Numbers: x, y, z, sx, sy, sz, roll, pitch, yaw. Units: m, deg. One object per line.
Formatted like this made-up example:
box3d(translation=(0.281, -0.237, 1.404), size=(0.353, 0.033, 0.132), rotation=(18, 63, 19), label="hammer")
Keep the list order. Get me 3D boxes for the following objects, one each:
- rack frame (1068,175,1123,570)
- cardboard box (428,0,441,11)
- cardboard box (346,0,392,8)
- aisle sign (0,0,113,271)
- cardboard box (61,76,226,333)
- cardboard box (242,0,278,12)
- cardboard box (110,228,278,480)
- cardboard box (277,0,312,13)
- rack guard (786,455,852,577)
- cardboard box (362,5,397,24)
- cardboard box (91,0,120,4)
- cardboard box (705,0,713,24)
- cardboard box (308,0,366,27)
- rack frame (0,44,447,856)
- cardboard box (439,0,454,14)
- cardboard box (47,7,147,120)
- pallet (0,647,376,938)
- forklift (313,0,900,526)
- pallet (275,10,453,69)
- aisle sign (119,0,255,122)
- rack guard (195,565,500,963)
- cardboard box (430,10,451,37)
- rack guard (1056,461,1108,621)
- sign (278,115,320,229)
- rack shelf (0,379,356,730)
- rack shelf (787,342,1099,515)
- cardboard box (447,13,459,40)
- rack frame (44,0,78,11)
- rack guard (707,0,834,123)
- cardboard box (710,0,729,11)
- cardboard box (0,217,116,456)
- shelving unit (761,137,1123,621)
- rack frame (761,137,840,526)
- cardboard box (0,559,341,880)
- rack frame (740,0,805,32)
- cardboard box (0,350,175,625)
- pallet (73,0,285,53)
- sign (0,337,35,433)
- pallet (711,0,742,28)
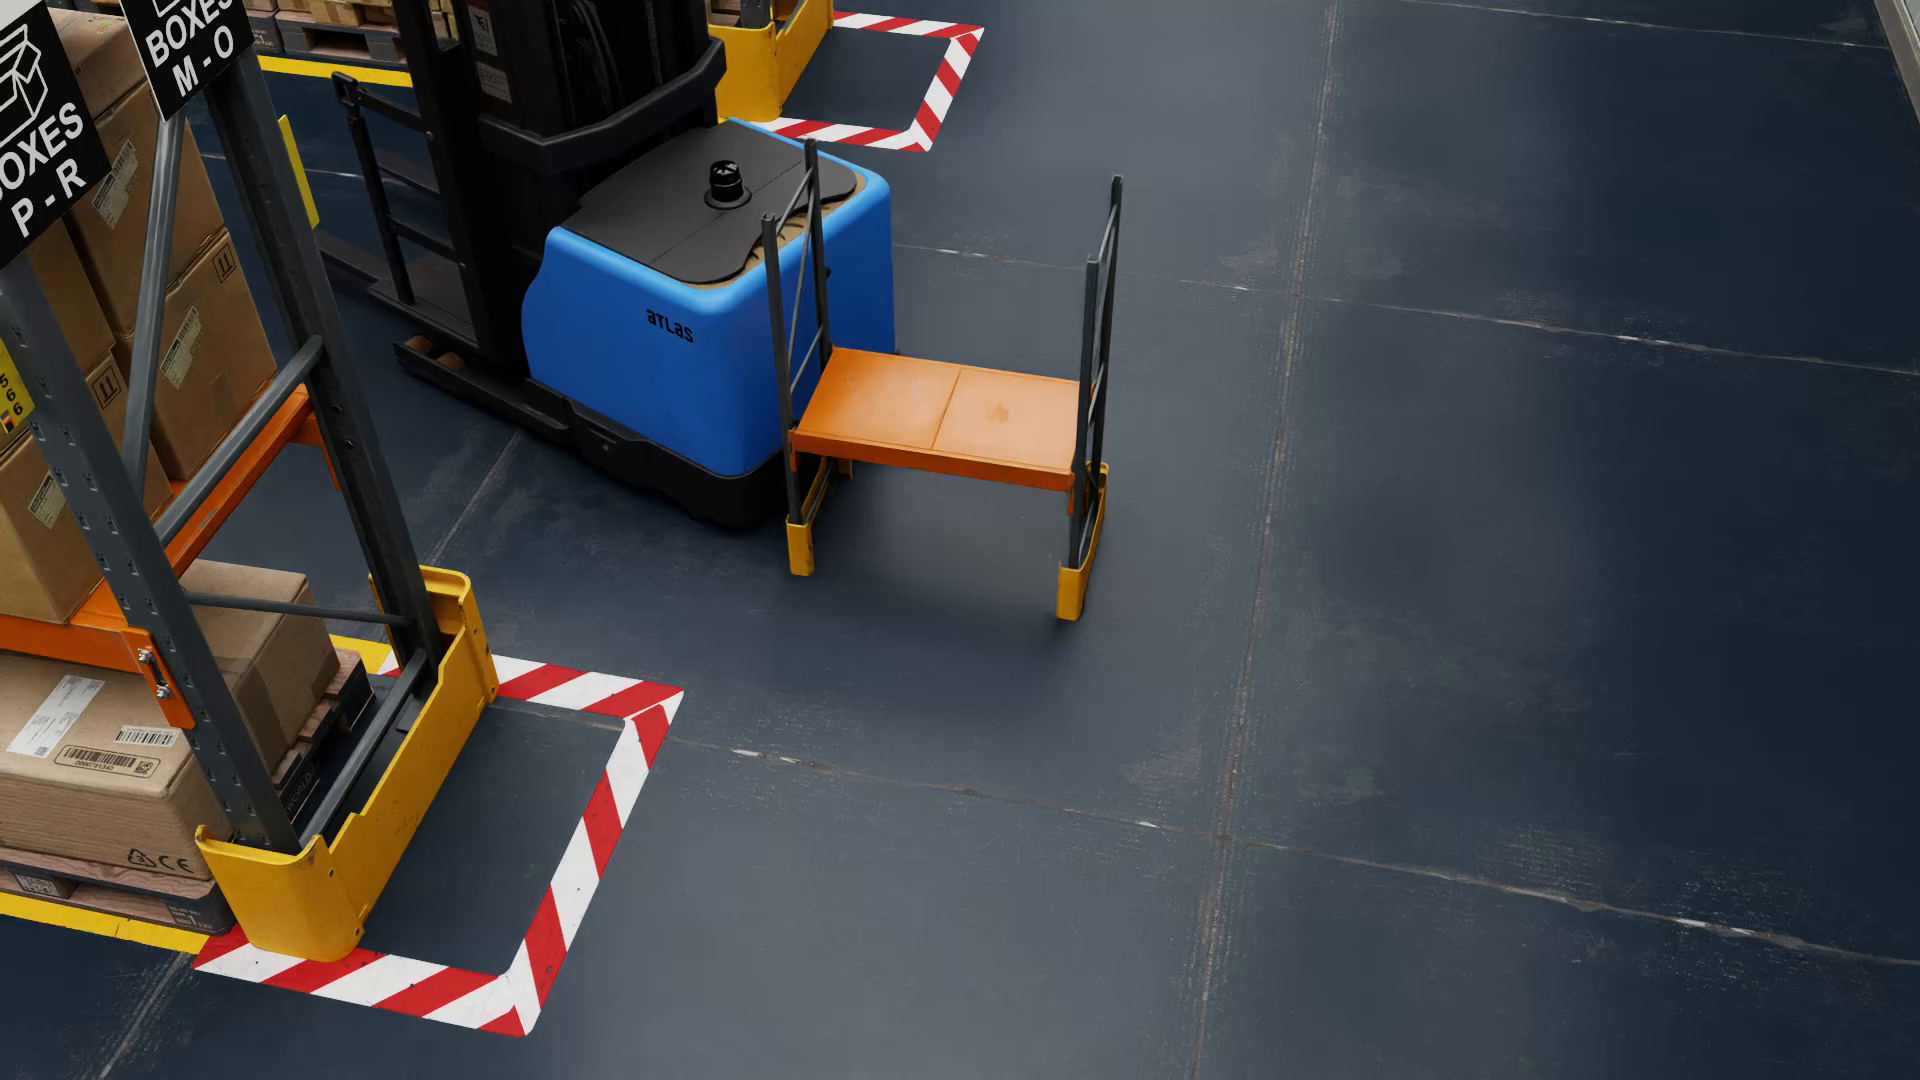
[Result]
box3d(translation=(0.449, -0.452, 5.639), size=(0.032, 1.500, 0.500), rotation=(9, 45, 9), label="rack frame")
box3d(translation=(-2.747, -2.922, 8.661), size=(0.250, 0.149, 0.380), rotation=(11, 45, 11), label="cardboard box")
box3d(translation=(-3.022, -2.945, 8.685), size=(0.250, 0.149, 0.380), rotation=(9, 45, 9), label="cardboard box")
box3d(translation=(-1.887, -0.956, 3.206), size=(0.004, 0.787, 0.394), rotation=(9, 45, 9), label="aisle sign")
box3d(translation=(-2.296, -0.902, 4.231), size=(0.500, 0.500, 0.500), rotation=(8, 44, 8), label="cardboard box")
box3d(translation=(-3.754, -3.015, 8.972), size=(0.250, 0.149, 0.380), rotation=(8, 44, 8), label="cardboard box")
box3d(translation=(-2.296, -0.543, 4.579), size=(0.500, 0.500, 0.500), rotation=(9, 45, 9), label="cardboard box")
box3d(translation=(-3.484, -2.998, 8.955), size=(0.250, 0.149, 0.380), rotation=(7, 44, 7), label="cardboard box")
box3d(translation=(-0.523, -0.158, 6.234), size=(0.087, 0.250, 0.587), rotation=(9, 45, 9), label="rack guard")
box3d(translation=(-2.978, -2.905, 8.859), size=(0.250, 0.149, 0.380), rotation=(10, 45, 10), label="cardboard box")
box3d(translation=(-4.526, -3.063, 9.022), size=(0.250, 0.149, 0.380), rotation=(7, 44, 7), label="cardboard box")
box3d(translation=(-1.467, -2.668, 8.612), size=(0.250, 0.149, 0.380), rotation=(10, 45, 10), label="cardboard box")
box3d(translation=(-3.251, -2.893, 8.846), size=(0.250, 0.149, 0.380), rotation=(8, 44, 8), label="cardboard box")
box3d(translation=(-1.890, -0.240, 4.336), size=(0.127, 3.000, 1.000), rotation=(9, 45, 9), label="rack frame")
box3d(translation=(-2.501, -2.870, 8.608), size=(0.250, 0.149, 0.380), rotation=(9, 45, 10), label="cardboard box")
box3d(translation=(-2.176, -1.111, 3.980), size=(0.250, 0.149, 0.380), rotation=(10, 45, 10), label="cardboard box")
box3d(translation=(-2.687, 0.697, 5.374), size=(1.213, 0.211, 1.003), rotation=(9, 45, 9), label="pallet")
box3d(translation=(-1.734, -1.934, 6.146), size=(3.031, 2.935, 1.130), rotation=(27, 50, 25), label="forklift")
box3d(translation=(-2.954, -2.945, 9.158), size=(1.213, 0.211, 1.003), rotation=(9, 45, 9), label="pallet")
box3d(translation=(-1.756, -1.362, 3.627), size=(0.004, 0.787, 0.394), rotation=(9, 45, 9), label="aisle sign")
box3d(translation=(-1.867, 0.664, 5.199), size=(0.348, 0.500, 1.175), rotation=(9, 45, 9), label="rack guard")
box3d(translation=(-2.748, -2.816, 8.766), size=(0.250, 0.149, 0.380), rotation=(10, 45, 10), label="cardboard box")
box3d(translation=(0.448, -0.002, 6.072), size=(0.087, 0.250, 0.587), rotation=(9, 45, 9), label="rack guard")
box3d(translation=(-1.763, -0.955, 4.398), size=(0.005, 0.325, 0.100), rotation=(9, 45, 9), label="sign")
box3d(translation=(-3.842, -0.284, 4.900), size=(4.000, 0.370, 1.077), rotation=(9, 45, 9), label="rack shelf")
box3d(translation=(-0.046, -0.402, 5.846), size=(1.000, 0.185, 0.538), rotation=(9, 45, 9), label="rack shelf")
box3d(translation=(-2.485, -2.761, 8.709), size=(0.250, 0.149, 0.380), rotation=(7, 44, 7), label="cardboard box")
box3d(translation=(-4.811, -4.211, 8.462), size=(0.127, 3.000, 1.000), rotation=(9, 45, 9), label="rack frame")
box3d(translation=(-0.982, -2.716, 8.711), size=(0.348, 0.500, 1.175), rotation=(9, 45, 9), label="rack guard")
box3d(translation=(-1.349, -3.025, 8.983), size=(0.250, 0.149, 0.380), rotation=(10, 45, 10), label="cardboard box")
box3d(translation=(-2.412, -0.548, 3.863), size=(0.500, 0.500, 0.500), rotation=(10, 45, 10), label="cardboard box")
box3d(translation=(-0.037, -0.530, 5.720), size=(1.083, 1.500, 0.587), rotation=(9, 45, 9), label="shelving unit")
box3d(translation=(-0.542, -0.611, 5.803), size=(0.032, 1.500, 0.500), rotation=(9, 45, 9), label="rack frame")
box3d(translation=(-2.556, 0.500, 5.113), size=(0.875, 0.438, 0.875), rotation=(7, 44, 8), label="cardboard box")
box3d(translation=(-0.908, -3.605, 7.833), size=(0.127, 3.000, 1.000), rotation=(9, 45, 9), label="rack frame")
box3d(translation=(-2.419, -0.170, 4.191), size=(0.500, 0.500, 0.500), rotation=(9, 45, 9), label="cardboard box")
box3d(translation=(-4.148, -3.128, 9.348), size=(1.213, 0.211, 1.003), rotation=(9, 45, 9), label="pallet")
box3d(translation=(-2.022, -0.377, 3.473), size=(0.005, 0.325, 0.100), rotation=(9, 45, 9), label="sign")
box3d(translation=(-1.767, -2.759, 8.964), size=(1.213, 0.211, 1.003), rotation=(9, 45, 9), label="pallet")
